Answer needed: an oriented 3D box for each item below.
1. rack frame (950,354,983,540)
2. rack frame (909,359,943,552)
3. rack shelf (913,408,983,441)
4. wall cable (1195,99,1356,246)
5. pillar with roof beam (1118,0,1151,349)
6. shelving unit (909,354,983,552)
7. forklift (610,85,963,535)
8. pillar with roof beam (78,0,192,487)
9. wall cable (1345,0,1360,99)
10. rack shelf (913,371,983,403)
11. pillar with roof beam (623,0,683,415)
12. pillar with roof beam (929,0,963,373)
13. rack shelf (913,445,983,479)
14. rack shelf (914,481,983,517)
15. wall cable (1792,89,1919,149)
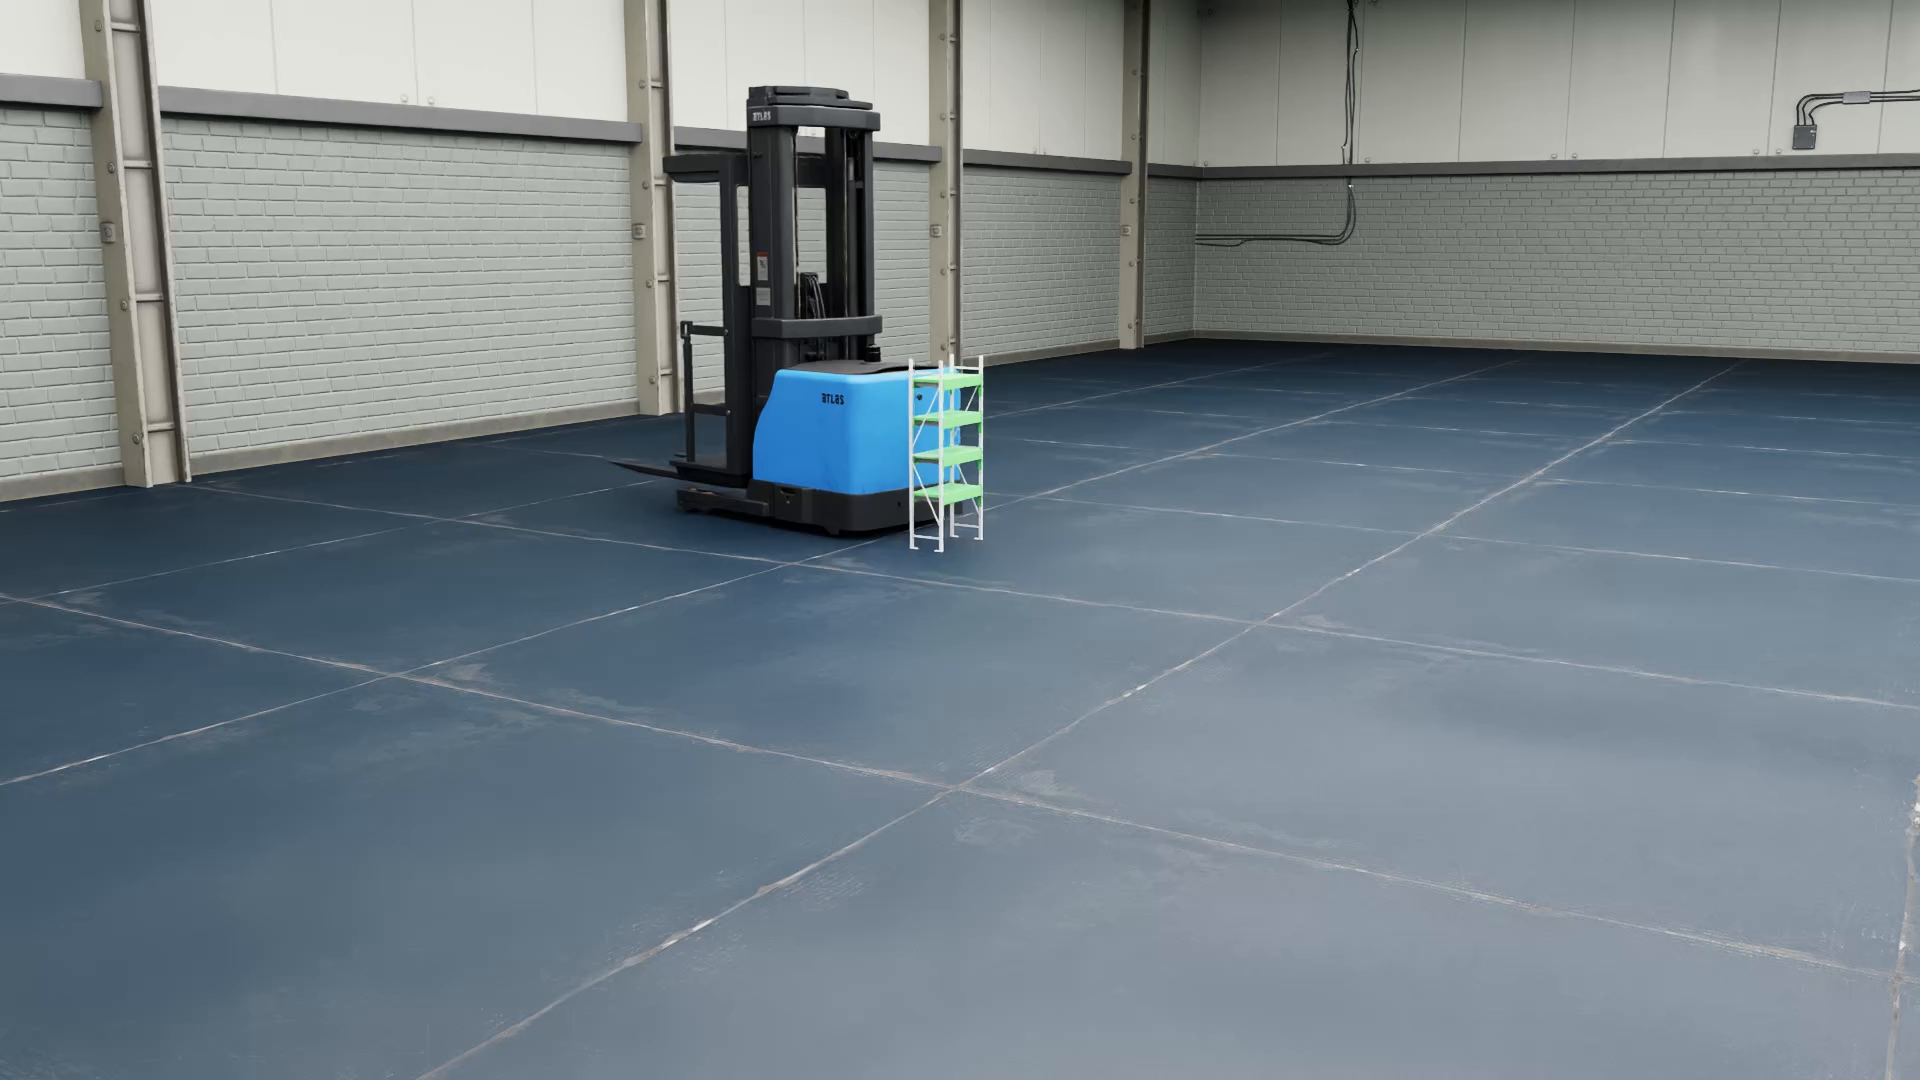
[{"bbox_3d":[0.041,-0.602,10.824,0.240,1.200,0.015,6,12,31],"label":"rack frame"},{"bbox_3d":[-0.213,-0.525,10.414,0.240,1.200,0.015,6,12,31],"label":"rack frame"},{"bbox_3d":[-0.086,-0.737,10.587,0.258,0.148,0.480,6,12,31],"label":"rack shelf"},{"bbox_3d":[5.582,-6.523,29.694,3.097,2.526,0.112,6,12,31],"label":"wall cable"},{"bbox_3d":[6.602,-7.301,25.411,9.100,9.000,0.400,6,12,31],"label":"pillar with roof beam"},{"bbox_3d":[-0.086,-0.564,10.619,0.258,1.200,0.503,6,12,31],"label":"shelving unit"},{"bbox_3d":[-1.393,-1.680,11.877,3.031,2.935,1.130,10,15,43],"label":"forklift"},{"bbox_3d":[-2.743,-4.470,10.290,9.100,9.000,0.400,6,12,31],"label":"pillar with roof beam"},{"bbox_3d":[7.895,-8.747,27.849,3.097,2.526,0.112,6,12,31],"label":"wall cable"},{"bbox_3d":[-0.086,-0.973,10.543,0.258,0.148,0.480,6,12,31],"label":"rack shelf"},{"bbox_3d":[0.372,-5.413,15.331,9.100,9.000,0.400,6,12,31],"label":"pillar with roof beam"},{"bbox_3d":[3.487,-6.357,20.371,9.100,9.000,0.400,6,12,31],"label":"pillar with roof beam"},{"bbox_3d":[-0.086,-0.501,10.631,0.258,0.148,0.480,6,12,31],"label":"rack shelf"},{"bbox_3d":[-0.086,-0.265,10.675,0.258,0.148,0.480,6,12,31],"label":"rack shelf"},{"bbox_3d":[13.688,-8.811,24.237,2.305,6.003,0.169,6,12,31],"label":"wall cable"}]
